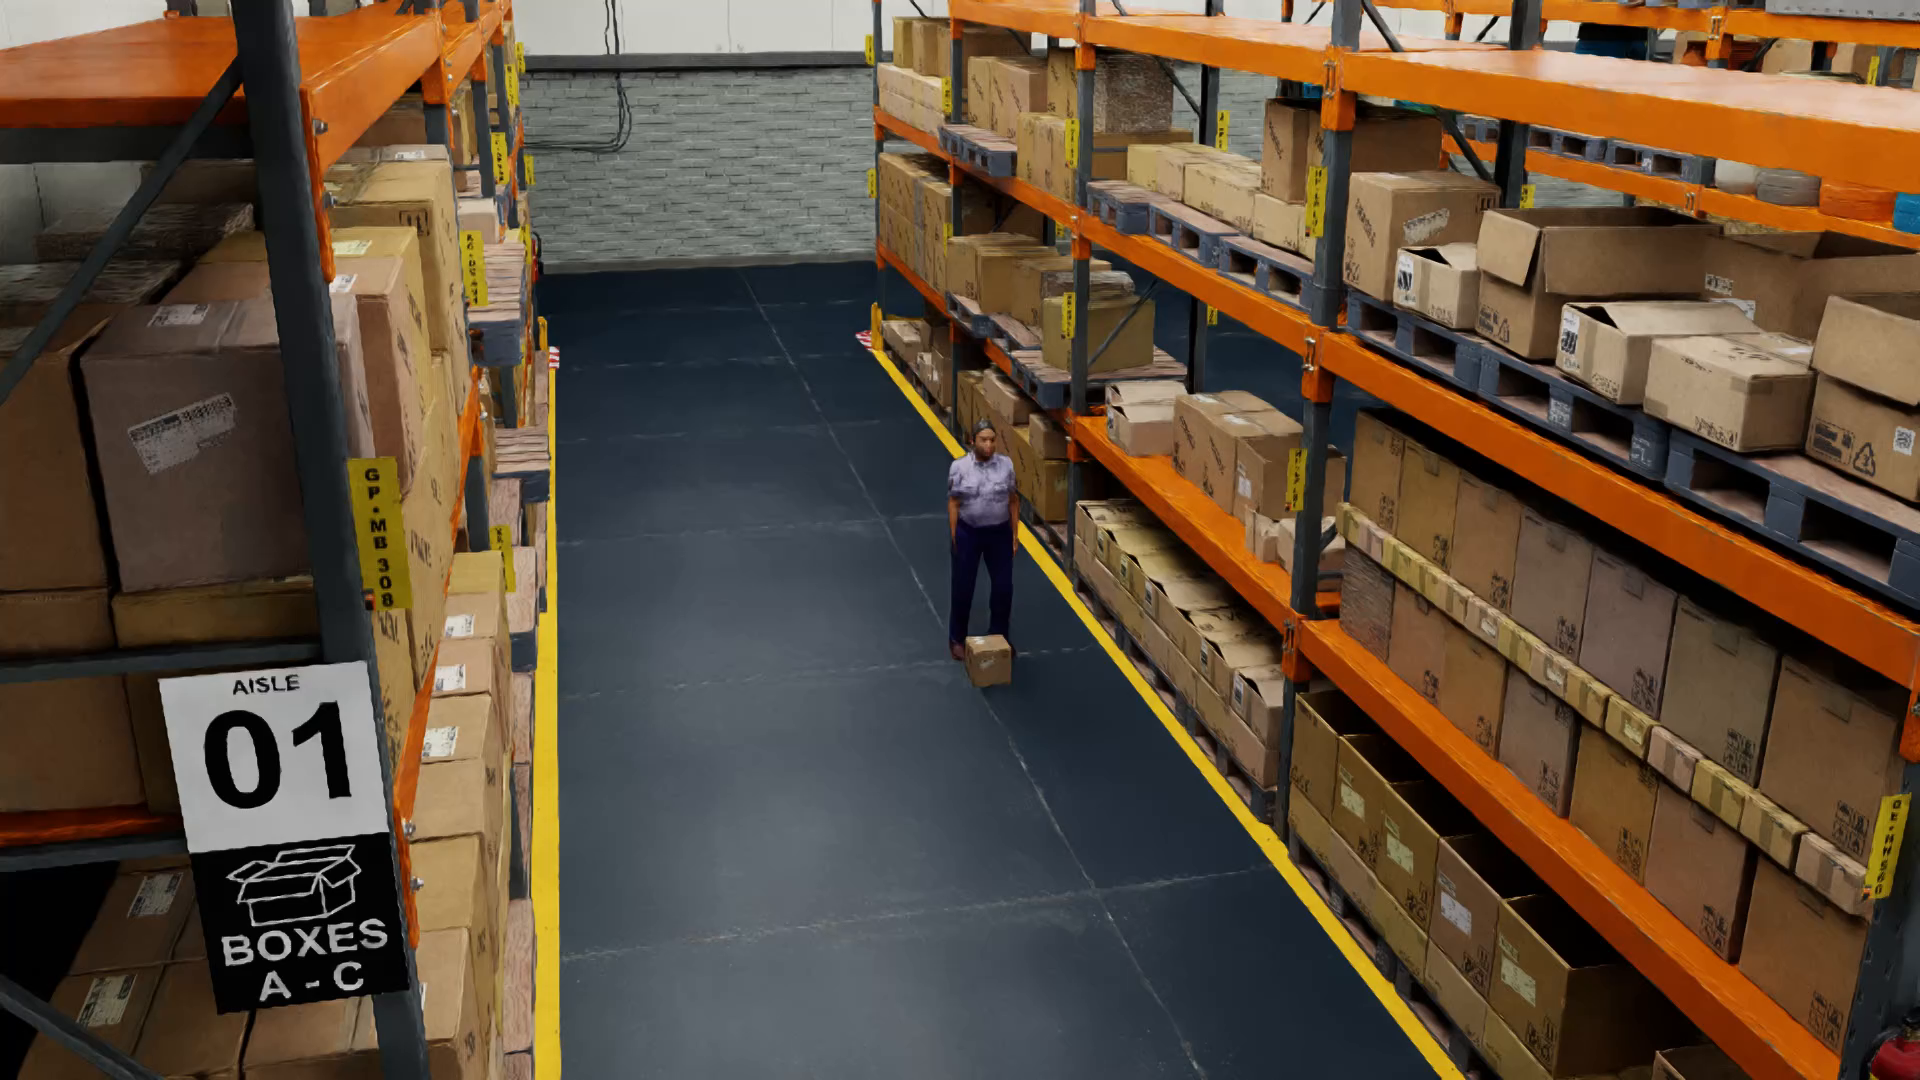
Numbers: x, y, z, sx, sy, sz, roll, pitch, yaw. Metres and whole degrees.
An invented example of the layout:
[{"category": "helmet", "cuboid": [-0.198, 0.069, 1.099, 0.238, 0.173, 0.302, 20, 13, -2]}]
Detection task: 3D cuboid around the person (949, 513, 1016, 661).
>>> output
[{"category": "person", "cuboid": [0.152, 0.292, 11.231, 0.447, 1.035, 0.342, -4, 20, -12]}]
